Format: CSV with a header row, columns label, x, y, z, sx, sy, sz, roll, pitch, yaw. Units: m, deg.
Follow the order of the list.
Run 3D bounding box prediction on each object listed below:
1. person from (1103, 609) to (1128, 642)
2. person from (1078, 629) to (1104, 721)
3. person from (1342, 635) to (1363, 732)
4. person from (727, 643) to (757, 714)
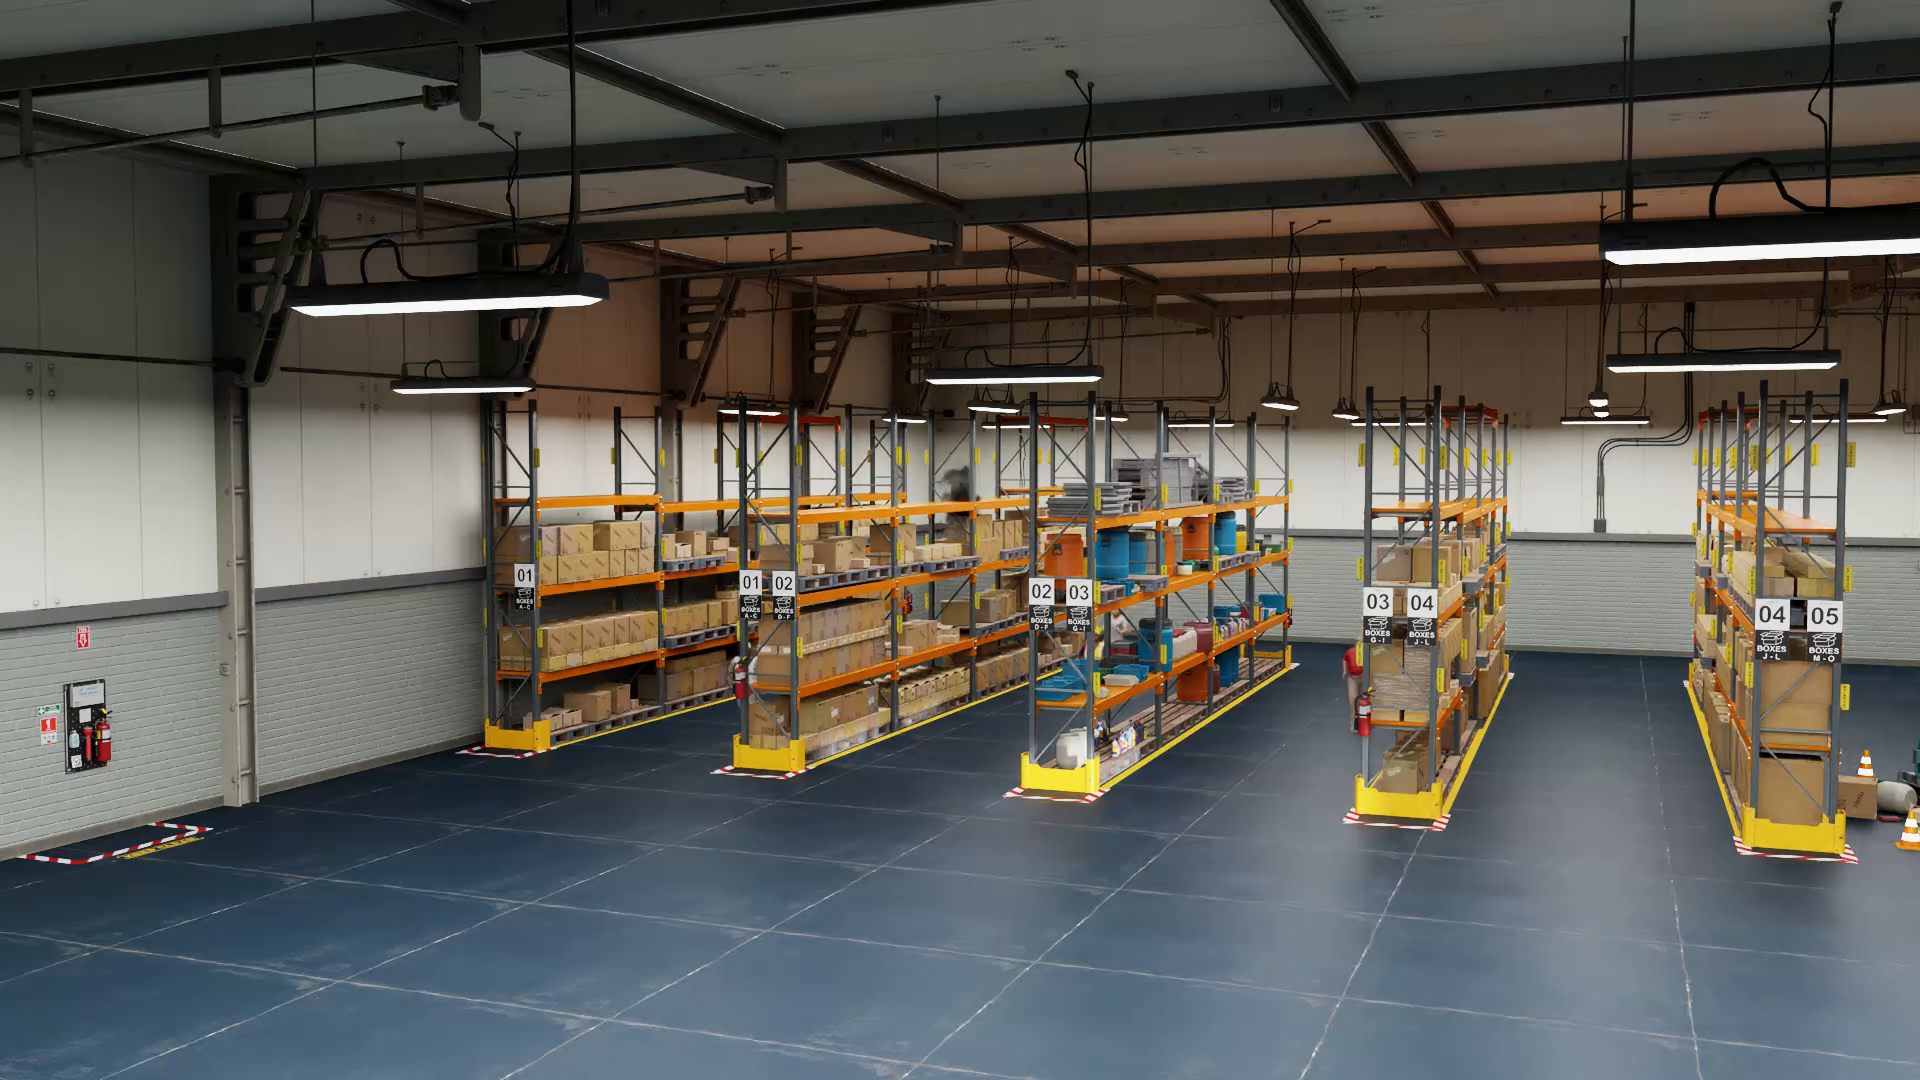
label,x,y,z,sx,sy,sz,roll,pitch,yaw
person,3.529,2.306,37.824,0.577,1.643,0.895,0,3,10
person,2.566,2.522,31.743,0.714,1.683,0.932,1,3,18
person,7.347,2.611,30.567,0.662,1.716,0.989,1,3,18
person,-3.779,2.685,29.179,0.659,1.829,0.759,1,3,22
